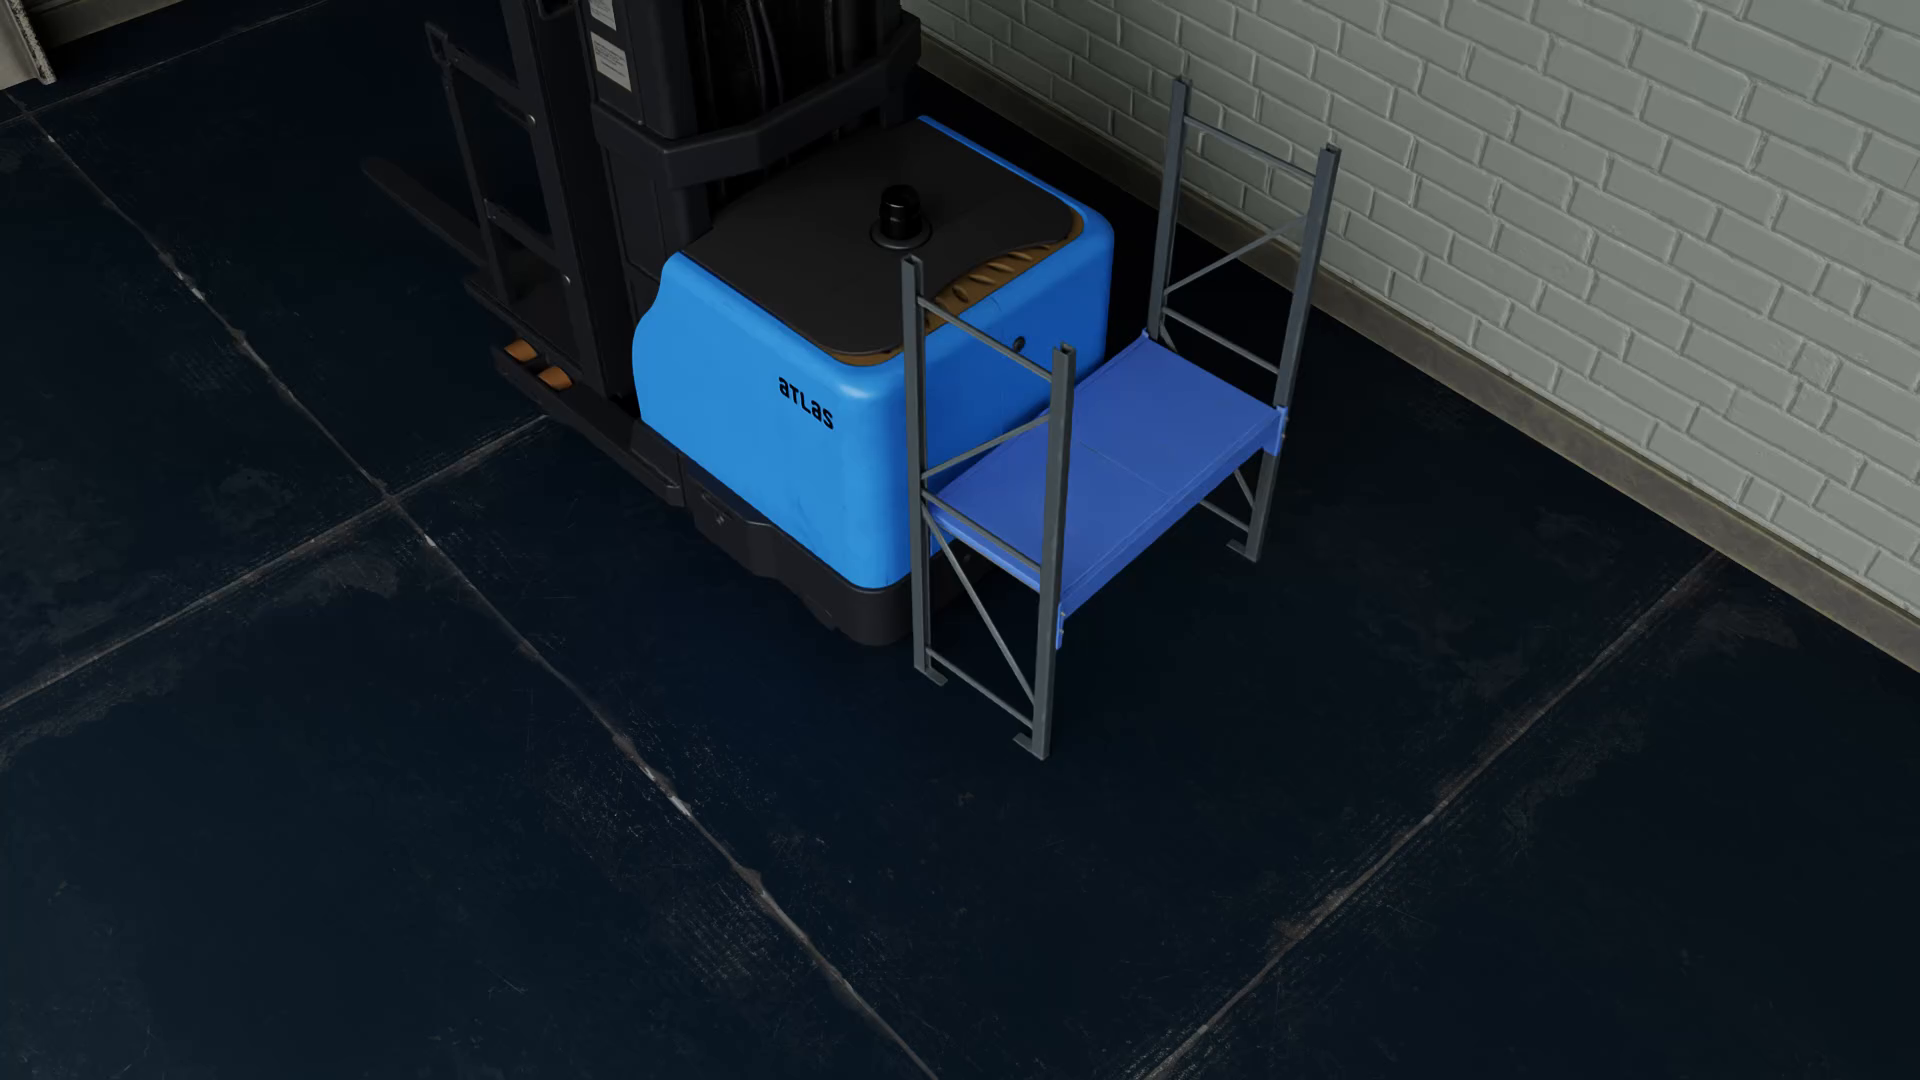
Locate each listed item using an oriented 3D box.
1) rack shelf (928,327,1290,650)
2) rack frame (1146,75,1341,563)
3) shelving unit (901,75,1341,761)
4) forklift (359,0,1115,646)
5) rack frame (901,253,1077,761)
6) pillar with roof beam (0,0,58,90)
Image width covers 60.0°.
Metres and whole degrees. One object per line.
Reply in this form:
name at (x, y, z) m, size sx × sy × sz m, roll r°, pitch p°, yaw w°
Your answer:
rack shelf at (0.402, -0.172, 4.633) m, size 0.538 × 0.185 × 1.000 m, roll 34°, pitch 56°, yaw 27°
rack frame at (0.746, -0.569, 4.755) m, size 0.500 × 1.500 × 0.032 m, roll 34°, pitch 56°, yaw 27°
shelving unit at (0.402, -0.294, 4.501) m, size 0.538 × 1.500 × 1.048 m, roll 34°, pitch 56°, yaw 27°
forklift at (-0.953, -1.658, 4.785) m, size 3.031 × 2.935 × 1.130 m, roll 36°, pitch 57°, yaw 28°
rack frame at (0.059, -0.019, 4.247) m, size 0.500 × 1.500 × 0.032 m, roll 34°, pitch 56°, yaw 27°
pillar with roof beam at (-1.176, -2.645, 1.567) m, size 0.400 × 9.000 × 9.100 m, roll -34°, pitch 56°, yaw -27°
